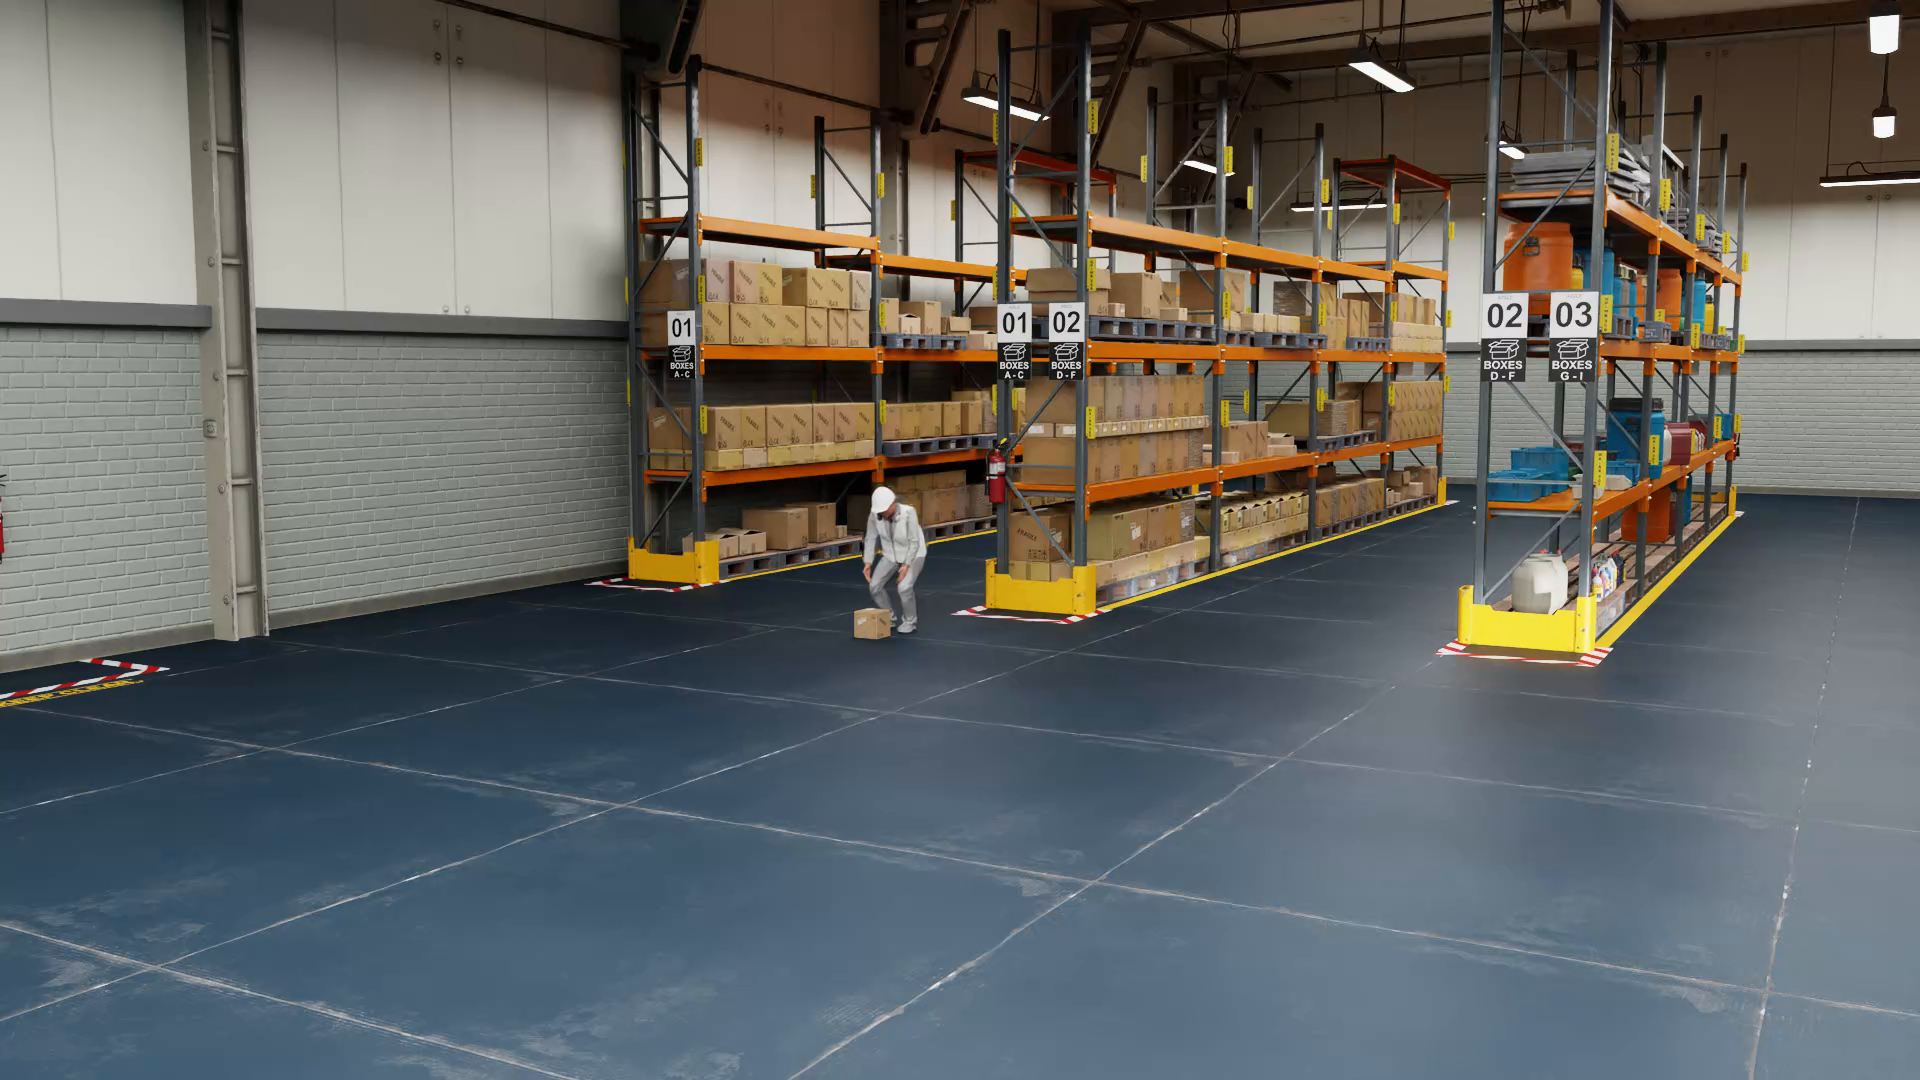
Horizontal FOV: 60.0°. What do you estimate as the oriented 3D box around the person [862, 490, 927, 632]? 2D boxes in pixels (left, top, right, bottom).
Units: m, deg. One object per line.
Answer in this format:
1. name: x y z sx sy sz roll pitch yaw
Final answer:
1. person: -0.611 0.193 16.013 0.590 1.390 0.785 3 7 29
